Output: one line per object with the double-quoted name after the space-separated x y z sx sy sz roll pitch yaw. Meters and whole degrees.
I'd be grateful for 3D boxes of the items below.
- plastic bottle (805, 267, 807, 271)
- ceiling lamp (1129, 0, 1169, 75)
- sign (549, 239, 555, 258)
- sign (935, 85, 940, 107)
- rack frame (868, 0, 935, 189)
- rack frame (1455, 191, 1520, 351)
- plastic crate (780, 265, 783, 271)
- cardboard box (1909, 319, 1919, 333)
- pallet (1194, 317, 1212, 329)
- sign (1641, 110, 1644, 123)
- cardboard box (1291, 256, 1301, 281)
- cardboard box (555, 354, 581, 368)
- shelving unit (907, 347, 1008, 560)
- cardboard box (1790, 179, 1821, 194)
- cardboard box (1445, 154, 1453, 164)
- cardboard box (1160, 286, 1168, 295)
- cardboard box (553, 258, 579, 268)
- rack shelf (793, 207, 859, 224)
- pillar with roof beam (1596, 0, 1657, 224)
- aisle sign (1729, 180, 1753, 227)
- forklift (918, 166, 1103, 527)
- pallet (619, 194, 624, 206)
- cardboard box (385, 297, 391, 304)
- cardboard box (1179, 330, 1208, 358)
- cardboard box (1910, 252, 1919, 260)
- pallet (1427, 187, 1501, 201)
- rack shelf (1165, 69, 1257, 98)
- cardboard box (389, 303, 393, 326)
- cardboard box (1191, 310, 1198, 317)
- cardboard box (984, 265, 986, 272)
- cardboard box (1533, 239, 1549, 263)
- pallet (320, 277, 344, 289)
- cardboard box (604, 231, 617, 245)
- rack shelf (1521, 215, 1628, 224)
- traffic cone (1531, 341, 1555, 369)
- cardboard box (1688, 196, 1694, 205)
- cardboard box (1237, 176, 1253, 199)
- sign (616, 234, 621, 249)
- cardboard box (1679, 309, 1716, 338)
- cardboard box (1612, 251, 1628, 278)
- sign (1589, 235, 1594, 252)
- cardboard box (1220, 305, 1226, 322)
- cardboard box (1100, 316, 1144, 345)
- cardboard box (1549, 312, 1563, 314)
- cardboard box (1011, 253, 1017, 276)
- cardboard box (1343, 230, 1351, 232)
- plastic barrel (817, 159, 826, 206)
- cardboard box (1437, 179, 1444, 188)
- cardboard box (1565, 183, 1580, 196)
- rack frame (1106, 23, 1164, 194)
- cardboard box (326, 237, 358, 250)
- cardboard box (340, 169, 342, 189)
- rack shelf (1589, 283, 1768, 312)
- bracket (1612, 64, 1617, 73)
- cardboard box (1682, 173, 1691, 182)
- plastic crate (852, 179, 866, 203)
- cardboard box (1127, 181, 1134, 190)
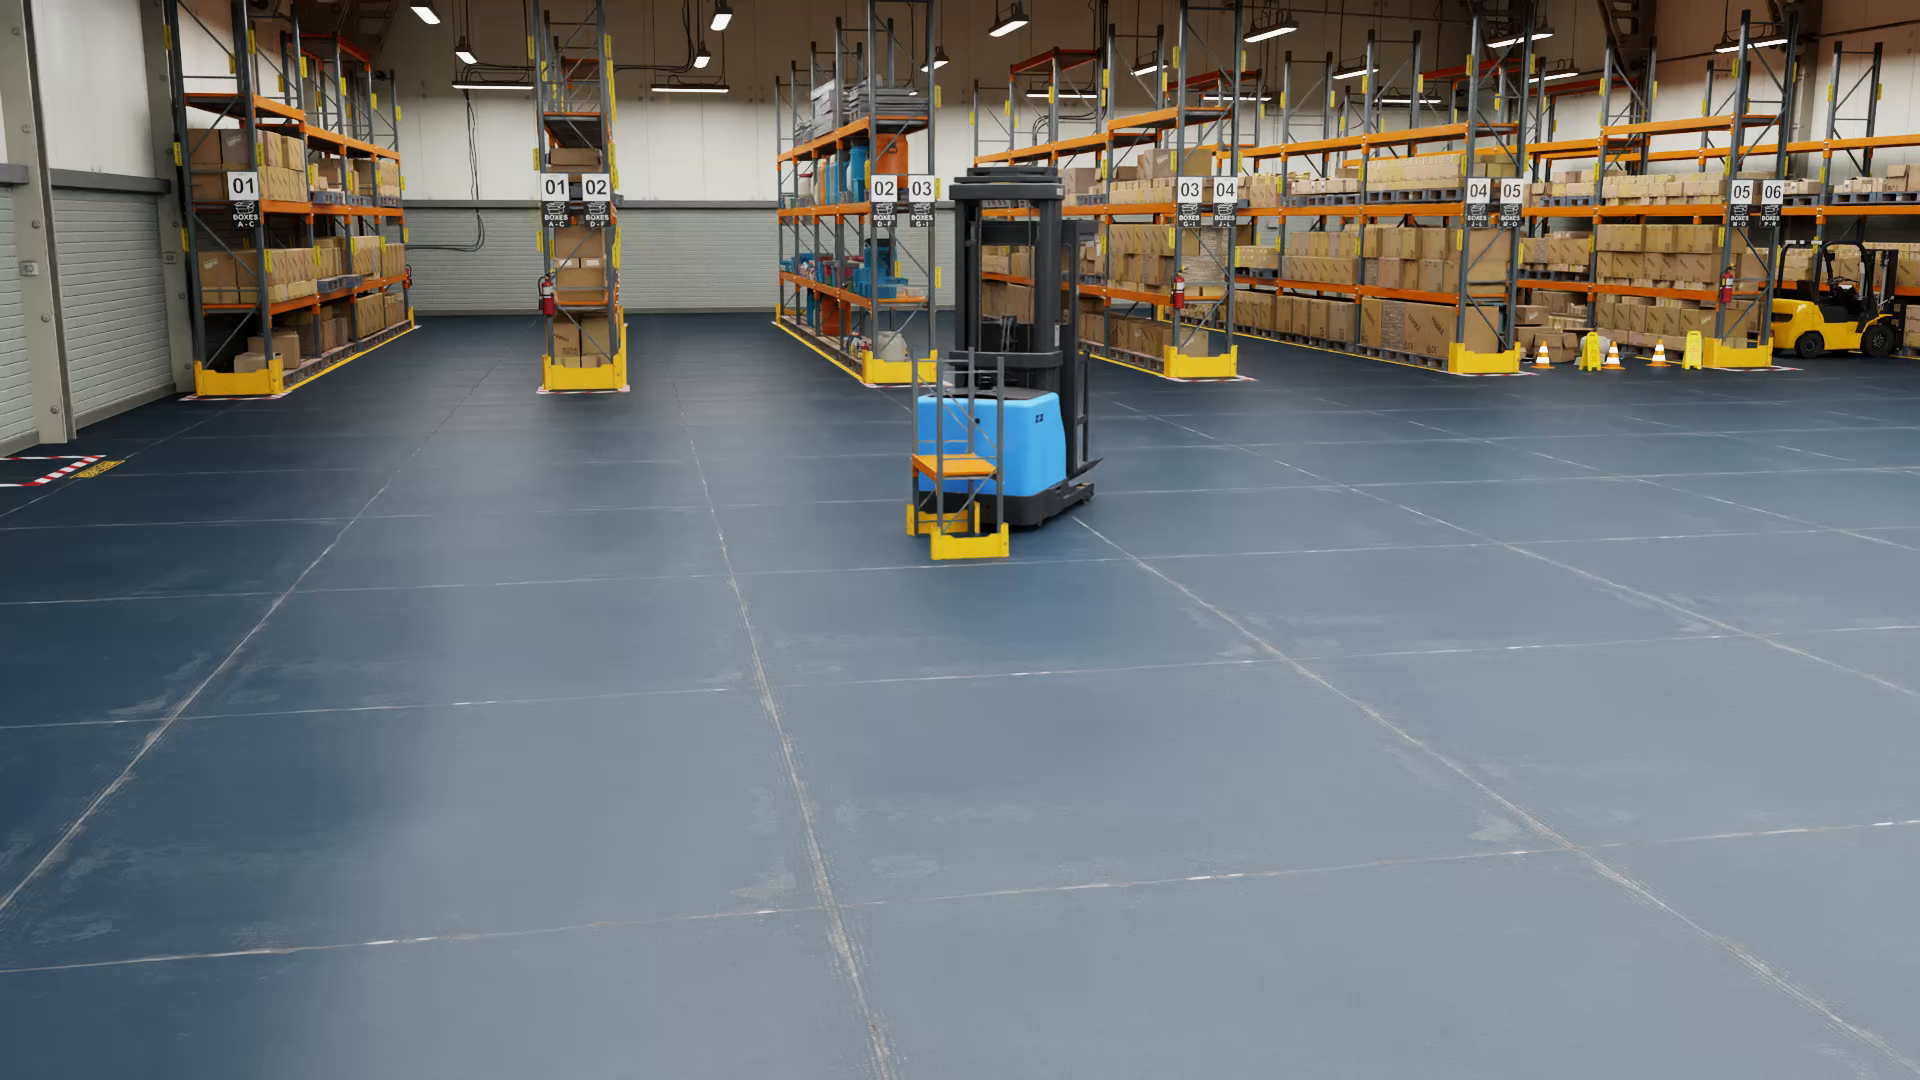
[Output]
-3.289 -5.784 35.905 0.097 0.271 0.097 0 11 0 "plastic bottle"
4.498 -12.122 37.207 0.800 3.185 2.000 -2 11 -11 "ceiling lamp"
-7.060 -5.042 28.779 0.100 0.325 0.005 -2 11 -11 "sign"
-0.352 -6.843 25.641 0.100 0.325 0.005 -2 11 -11 "sign"
-0.893 -6.926 25.520 1.000 3.000 0.127 -2 11 -11 "rack frame"
8.851 -4.321 27.878 1.000 3.000 0.127 -2 11 -11 "rack frame"
-4.298 -6.695 40.892 0.250 0.136 0.298 -2 11 -11 "plastic crate"
18.067 -3.972 30.939 0.500 0.250 0.500 -2 11 -12 "cardboard box"
6.352 -5.274 40.342 1.003 0.211 1.213 -2 11 -11 "pallet"
16.764 -10.407 40.885 0.100 0.325 0.005 -2 11 -11 "sign"
7.219 -5.652 34.604 0.500 0.500 0.500 -2 11 -12 "cardboard box"
-6.146 -2.743 25.817 0.500 0.250 0.500 -2 11 -11 "cardboard box"
-0.031 -0.695 12.835 0.587 1.500 1.083 -2 11 -12 "shelving unit"
17.397 -7.244 34.058 0.500 0.311 0.500 -2 11 -13 "cardboard box"
8.405 -6.414 27.998 0.380 0.149 0.250 -2 11 -11 "cardboard box"
3.561 -4.171 27.758 0.380 0.149 0.250 -2 11 -11 "cardboard box"
-6.013 -4.231 25.400 0.380 0.149 0.250 -2 11 -12 "cardboard box"
-2.837 -6.934 35.504 1.077 0.370 4.000 -2 11 -11 "rack shelf"
12.747 -9.853 40.896 9.100 9.000 0.548 -2 11 -11 "pillar with roof beam"
13.414 -5.775 28.563 0.394 0.787 0.004 -2 11 -11 "aisle sign"
0.578 -1.779 14.706 1.130 2.935 3.031 4 11 19 "forklift"
-7.088 -6.527 31.948 1.213 0.211 1.003 -2 11 -8 "pallet"
-12.877 -5.327 36.991 0.380 0.149 0.250 -2 11 -9 "cardboard box"
3.861 -3.253 27.827 0.500 0.500 0.500 0 11 0 "cardboard box"
18.008 -5.311 31.075 0.380 0.149 0.250 -2 11 -13 "cardboard box"
8.696 -5.887 28.319 1.003 0.211 1.213 -2 11 -11 "pallet"
6.128 -11.115 40.564 1.077 0.370 4.000 -2 11 -11 "rack shelf"
-13.084 -5.031 37.171 0.700 0.500 0.500 -2 11 -12 "cardboard box"
5.905 -5.577 40.979 0.380 0.149 0.250 -2 11 -11 "cardboard box"
0.801 -6.705 41.074 0.380 0.149 0.250 -2 11 -12 "cardboard box"
12.299 -6.013 34.581 0.500 0.500 0.500 -3 11 -13 "cardboard box"
-11.741 -4.631 30.016 1.003 0.211 1.213 -2 11 -11 "pallet"
-7.902 -6.638 37.107 0.500 0.500 0.500 -2 11 -10 "cardboard box"
15.832 -8.389 43.150 1.077 0.370 4.000 -2 11 -11 "rack shelf"
10.140 -3.224 28.898 0.336 0.463 0.334 -2 11 -11 "traffic cone"
13.260 -6.069 29.707 0.380 0.149 0.250 -2 11 -11 "cardboard box"
6.688 -7.965 37.598 0.797 0.503 0.637 -2 11 -12 "cardboard box"
-7.542 -6.590 36.703 0.100 0.325 0.005 -2 11 -11 "sign"
13.275 -3.881 29.791 0.500 0.500 0.500 -2 11 -11 "cardboard box"
12.841 -5.267 31.782 0.500 0.500 0.500 -2 11 -11 "cardboard box"
12.365 -5.801 32.558 0.100 0.325 0.005 -2 11 -11 "sign"
6.400 -5.355 38.873 0.500 0.500 0.500 -2 11 -9 "cardboard box"
3.090 -3.995 31.670 0.700 0.500 0.500 -3 11 -15 "cardboard box"
12.382 -4.663 35.580 0.950 0.372 0.625 -2 11 -12 "cardboard box"
1.476 -6.316 38.090 0.500 0.500 0.500 -2 11 -11 "cardboard box"
10.389 -7.896 43.719 0.500 0.500 0.500 -2 11 -12 "cardboard box"
-2.502 -7.008 32.630 0.600 0.901 0.600 0 11 0 "plastic barrel"
8.355 -6.069 28.318 0.380 0.149 0.250 -2 11 -10 "cardboard box"
12.559 -7.054 33.493 0.500 0.250 0.500 -2 11 -10 "cardboard box"
3.188 -7.840 30.321 1.000 3.000 0.127 -2 11 -11 "rack frame"
-12.007 -5.758 32.303 0.500 0.250 0.500 -2 11 -10 "cardboard box"
-12.472 -7.007 32.523 0.700 0.500 0.500 -3 11 -14 "cardboard box"
13.298 -4.533 30.916 1.077 0.370 4.000 -2 11 -11 "rack shelf"
16.541 -11.841 41.714 0.235 0.232 0.430 -2 11 -11 "bracket"
13.212 -6.501 29.849 0.380 0.149 0.250 -2 11 -11 "cardboard box"
-1.559 -5.784 27.582 0.392 0.384 0.575 -2 11 -11 "plastic crate"
3.156 -6.226 29.196 0.380 0.149 0.250 -2 11 -12 "cardboard box"
